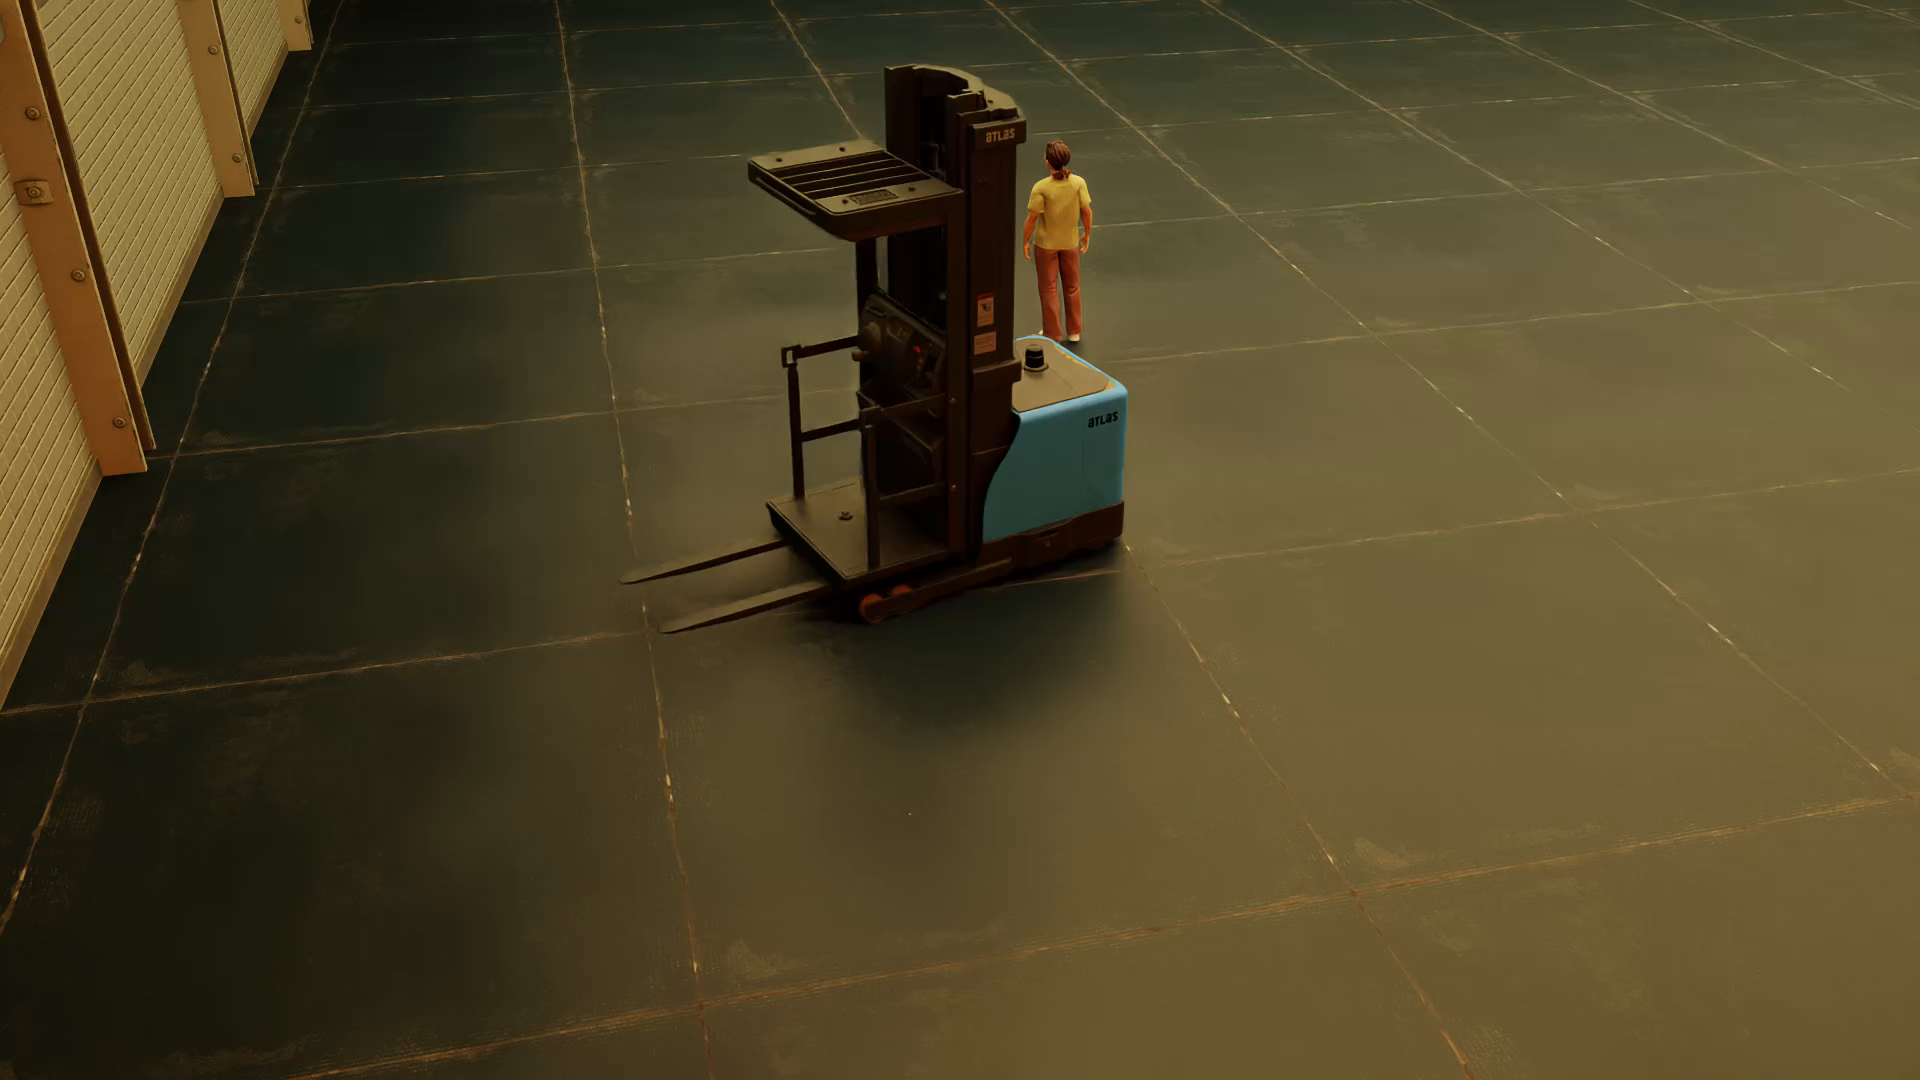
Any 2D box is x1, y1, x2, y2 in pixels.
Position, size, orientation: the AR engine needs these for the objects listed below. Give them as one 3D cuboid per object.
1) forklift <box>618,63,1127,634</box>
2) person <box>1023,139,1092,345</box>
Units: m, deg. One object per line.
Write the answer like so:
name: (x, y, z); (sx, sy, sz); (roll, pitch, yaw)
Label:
forklift: (-0.513, -1.087, 9.452); (3.031, 2.935, 1.130); (-16, 34, -26)
person: (0.729, -2.271, 12.754); (0.554, 1.660, 0.550); (-6, 31, -11)
